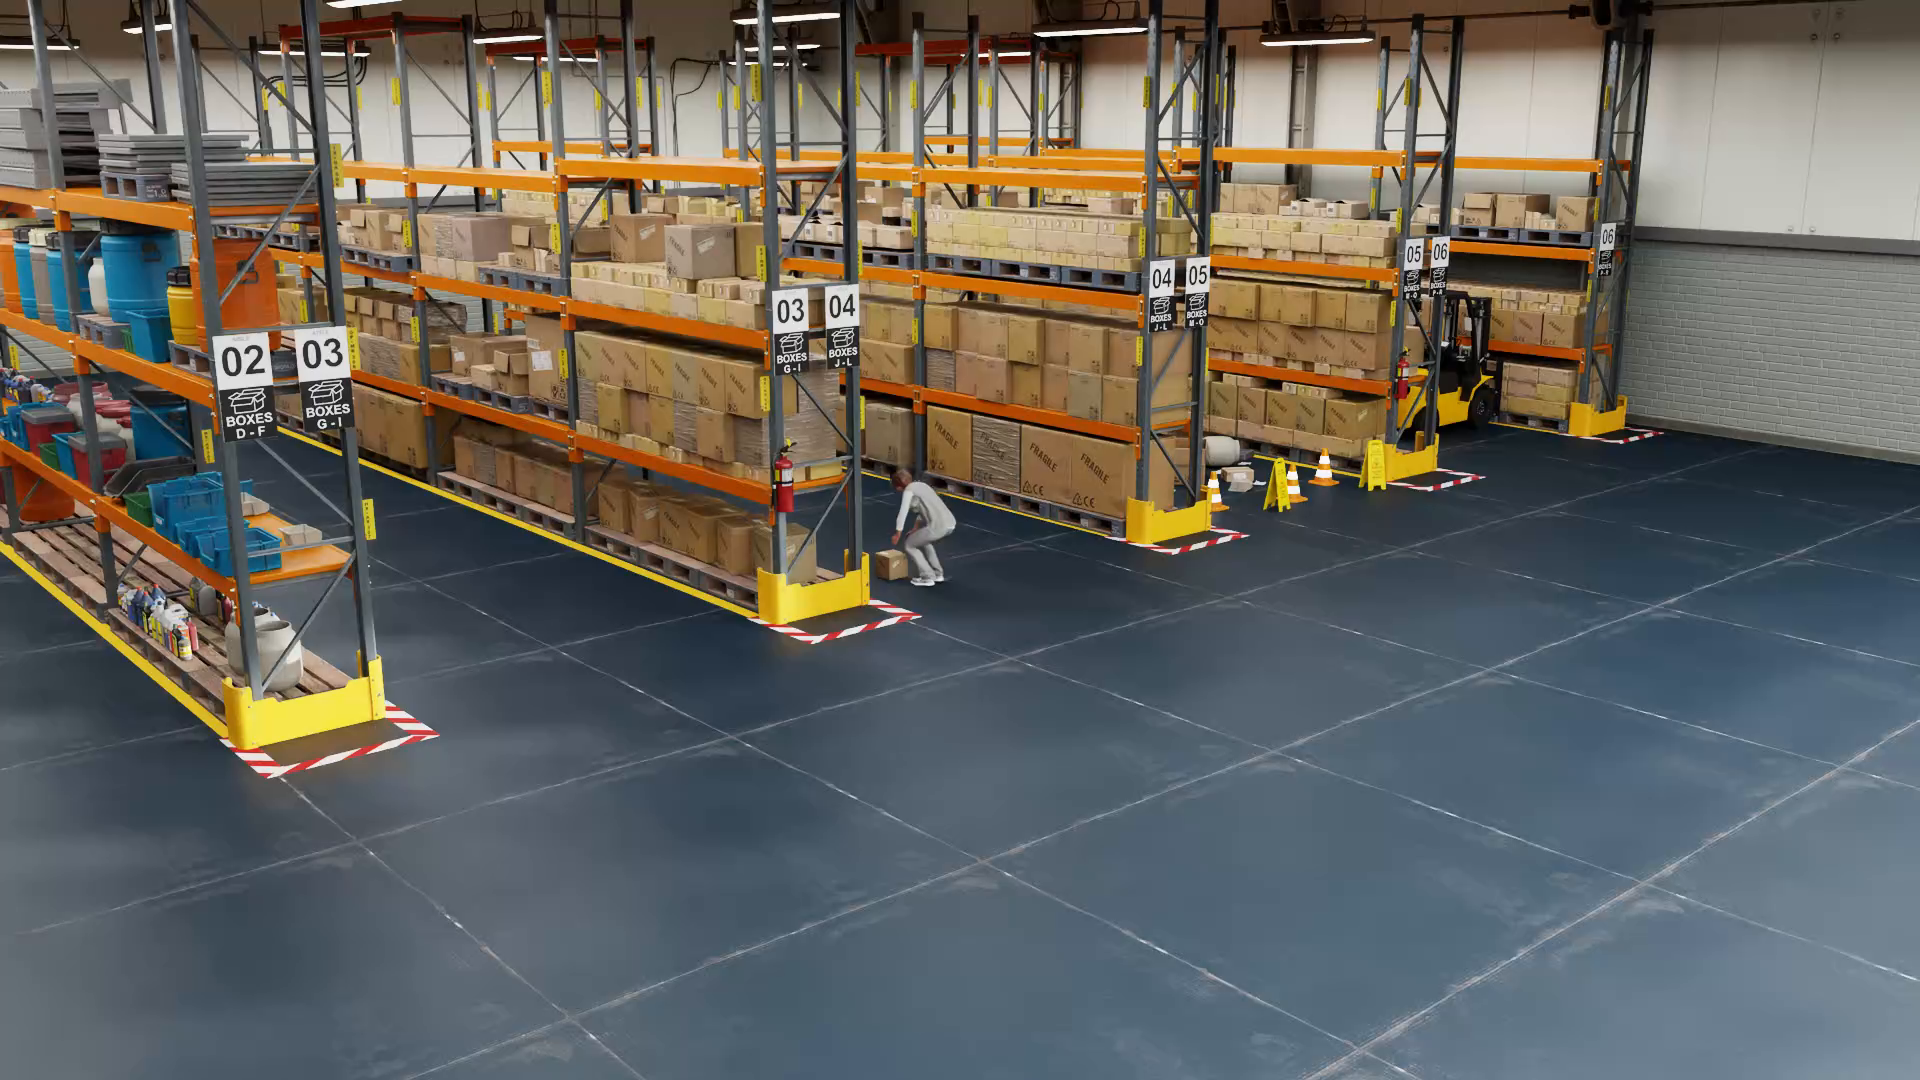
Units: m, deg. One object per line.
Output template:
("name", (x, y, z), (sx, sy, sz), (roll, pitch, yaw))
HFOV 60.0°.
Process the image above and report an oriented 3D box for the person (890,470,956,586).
("person", (-0.398, -0.114, 17.341), (0.713, 1.171, 0.461), (9, 17, 32))
